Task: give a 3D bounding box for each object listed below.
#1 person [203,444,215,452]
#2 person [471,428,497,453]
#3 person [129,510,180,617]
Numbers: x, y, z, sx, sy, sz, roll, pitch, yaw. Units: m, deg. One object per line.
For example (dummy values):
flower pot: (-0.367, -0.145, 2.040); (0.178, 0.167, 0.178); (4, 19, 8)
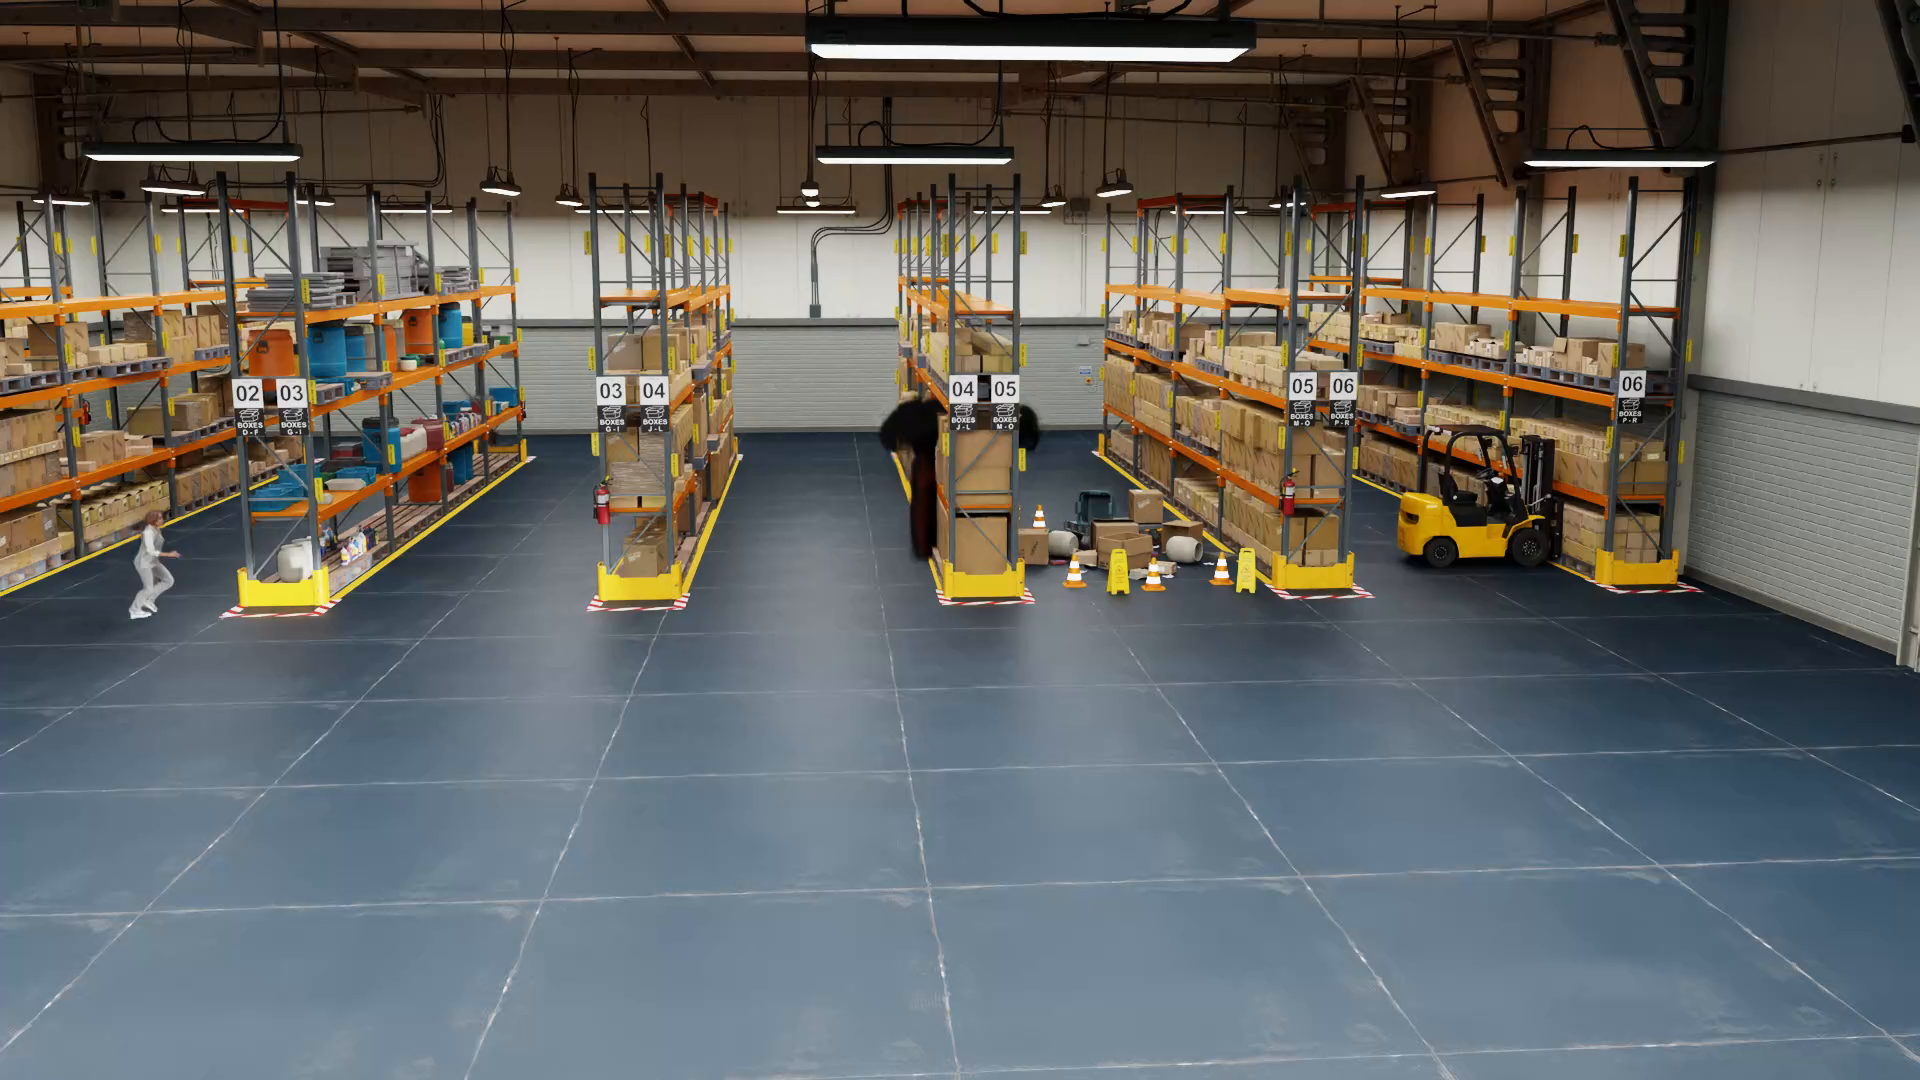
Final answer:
person: (-18.036, -2.878, 40.193); (0.745, 1.700, 0.615); (2, 10, 11)
person: (-11.380, -2.855, 40.019); (1.034, 1.630, 0.665); (3, 10, 15)
person: (-10.945, 0.320, 22.520); (0.749, 1.494, 0.508); (-1, 10, -6)
